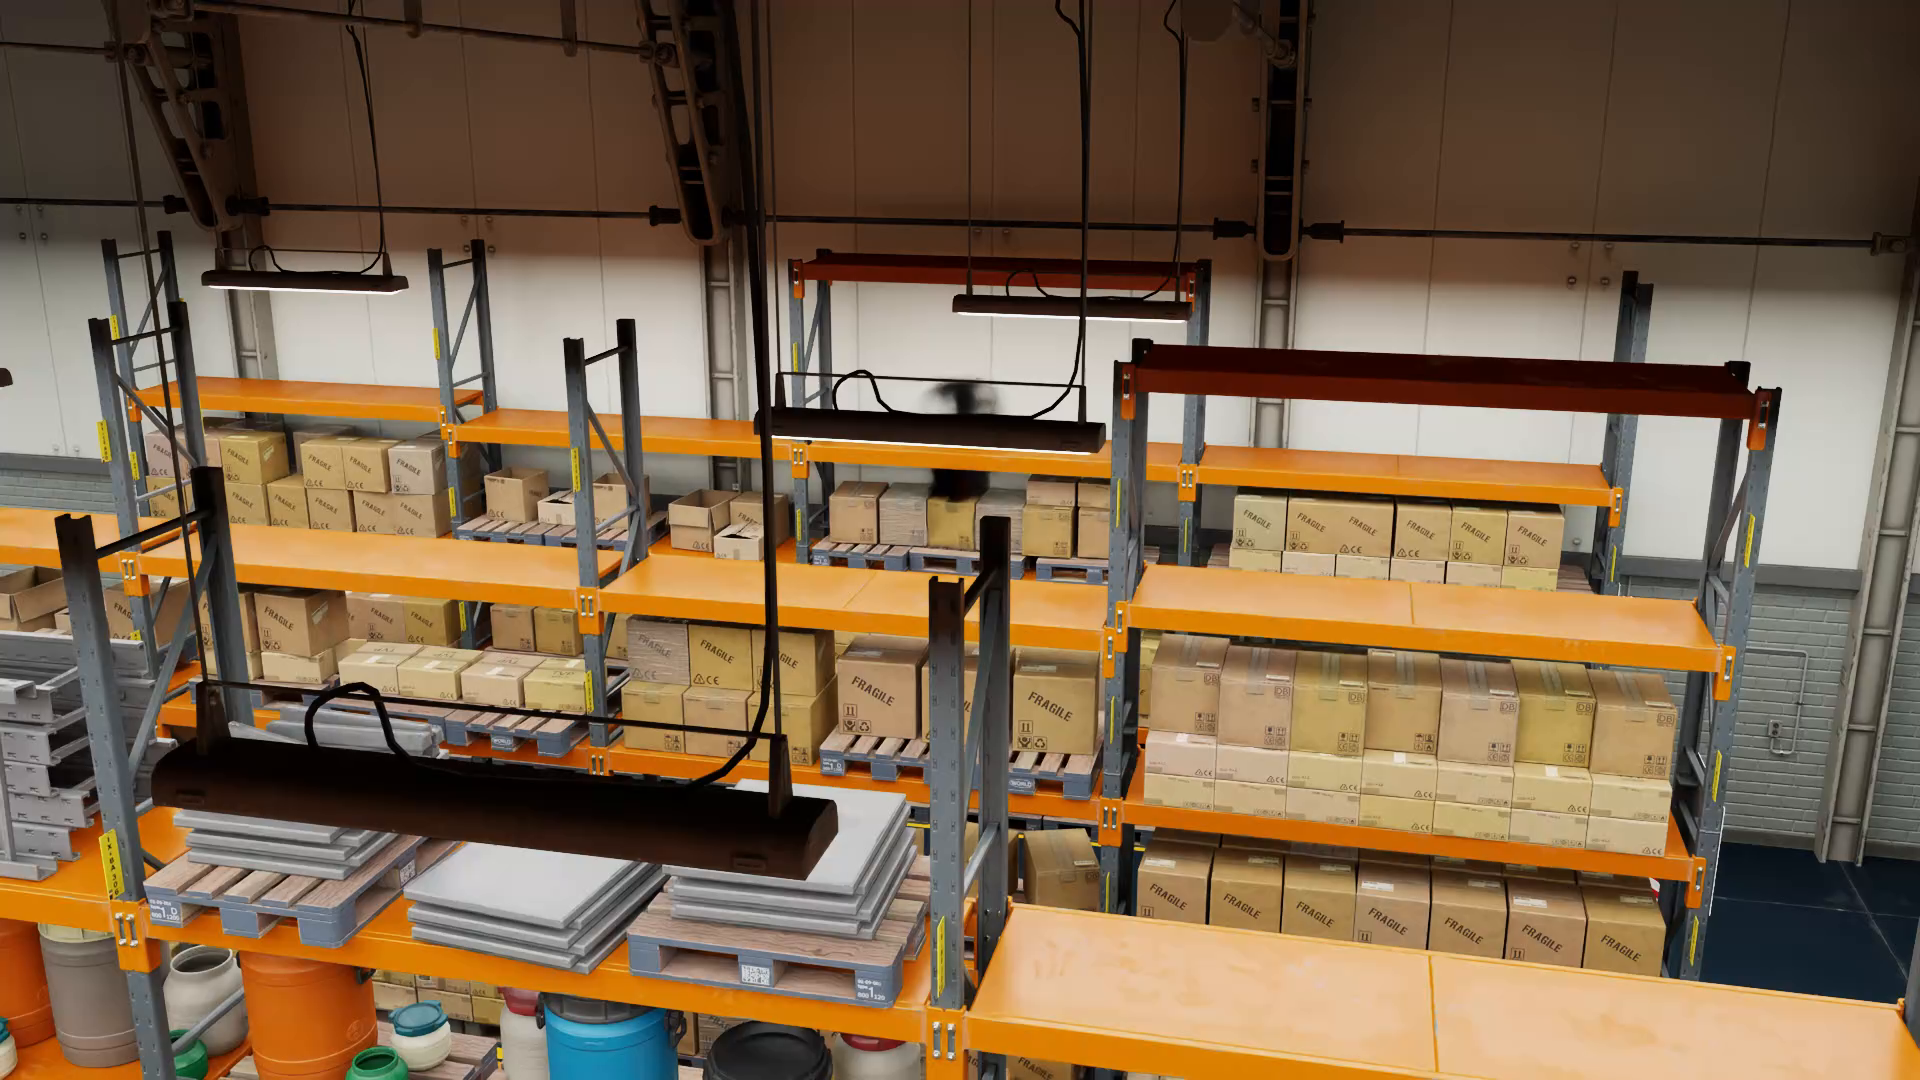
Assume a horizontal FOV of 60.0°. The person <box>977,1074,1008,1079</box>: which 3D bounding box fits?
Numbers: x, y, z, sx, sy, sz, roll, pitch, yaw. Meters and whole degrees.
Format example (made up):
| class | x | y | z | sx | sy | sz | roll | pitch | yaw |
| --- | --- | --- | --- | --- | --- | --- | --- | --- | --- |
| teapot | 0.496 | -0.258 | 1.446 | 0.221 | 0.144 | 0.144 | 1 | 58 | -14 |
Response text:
| class | x | y | z | sx | sy | sz | roll | pitch | yaw |
| --- | --- | --- | --- | --- | --- | --- | --- | --- | --- |
| person | 0.295 | 4.217 | 10.954 | 0.884 | 1.662 | 0.589 | 5 | 17 | 18 |
